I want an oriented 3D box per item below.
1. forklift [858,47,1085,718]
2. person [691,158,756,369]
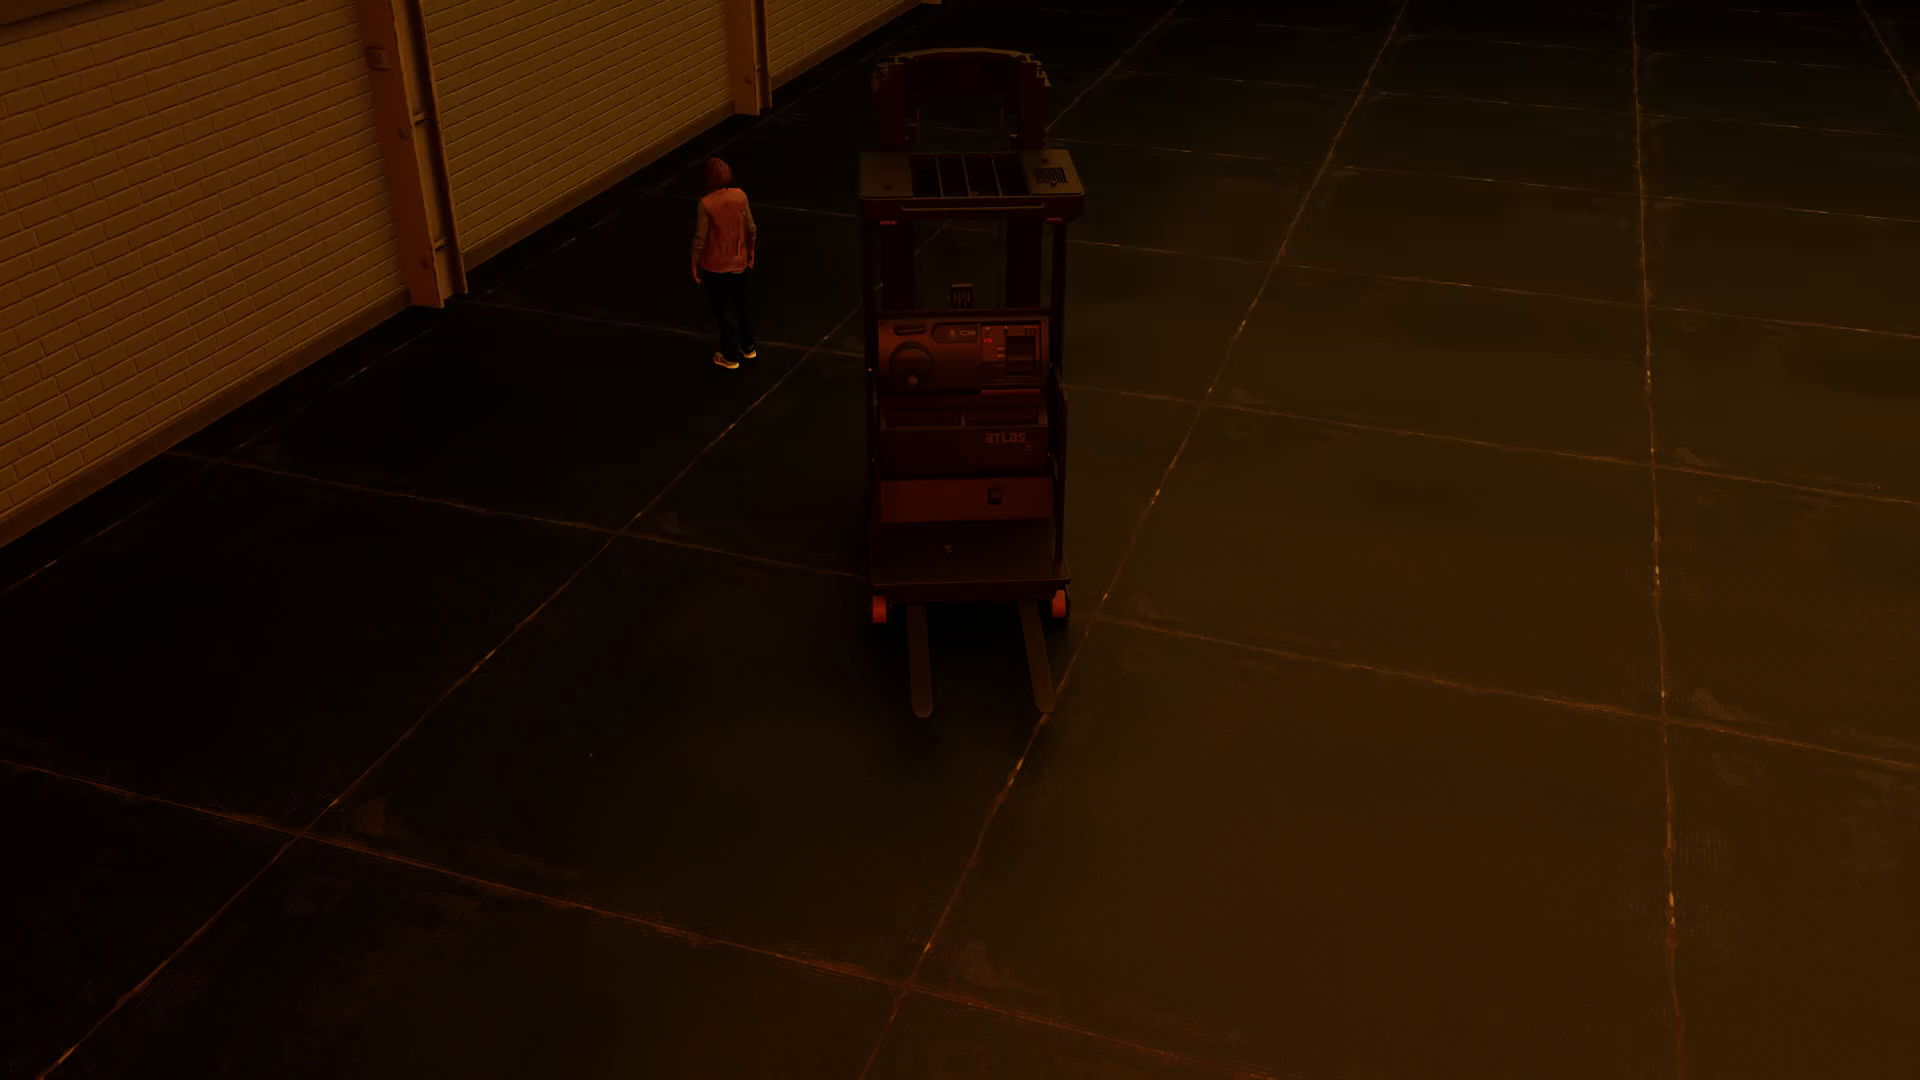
[{"bbox_3d":[0.035,-0.972,8.842,1.130,2.935,3.031,-2,30,-3],"label":"forklift"},{"bbox_3d":[-1.715,-2.004,11.983,0.520,1.599,0.472,-17,34,-27],"label":"person"}]
